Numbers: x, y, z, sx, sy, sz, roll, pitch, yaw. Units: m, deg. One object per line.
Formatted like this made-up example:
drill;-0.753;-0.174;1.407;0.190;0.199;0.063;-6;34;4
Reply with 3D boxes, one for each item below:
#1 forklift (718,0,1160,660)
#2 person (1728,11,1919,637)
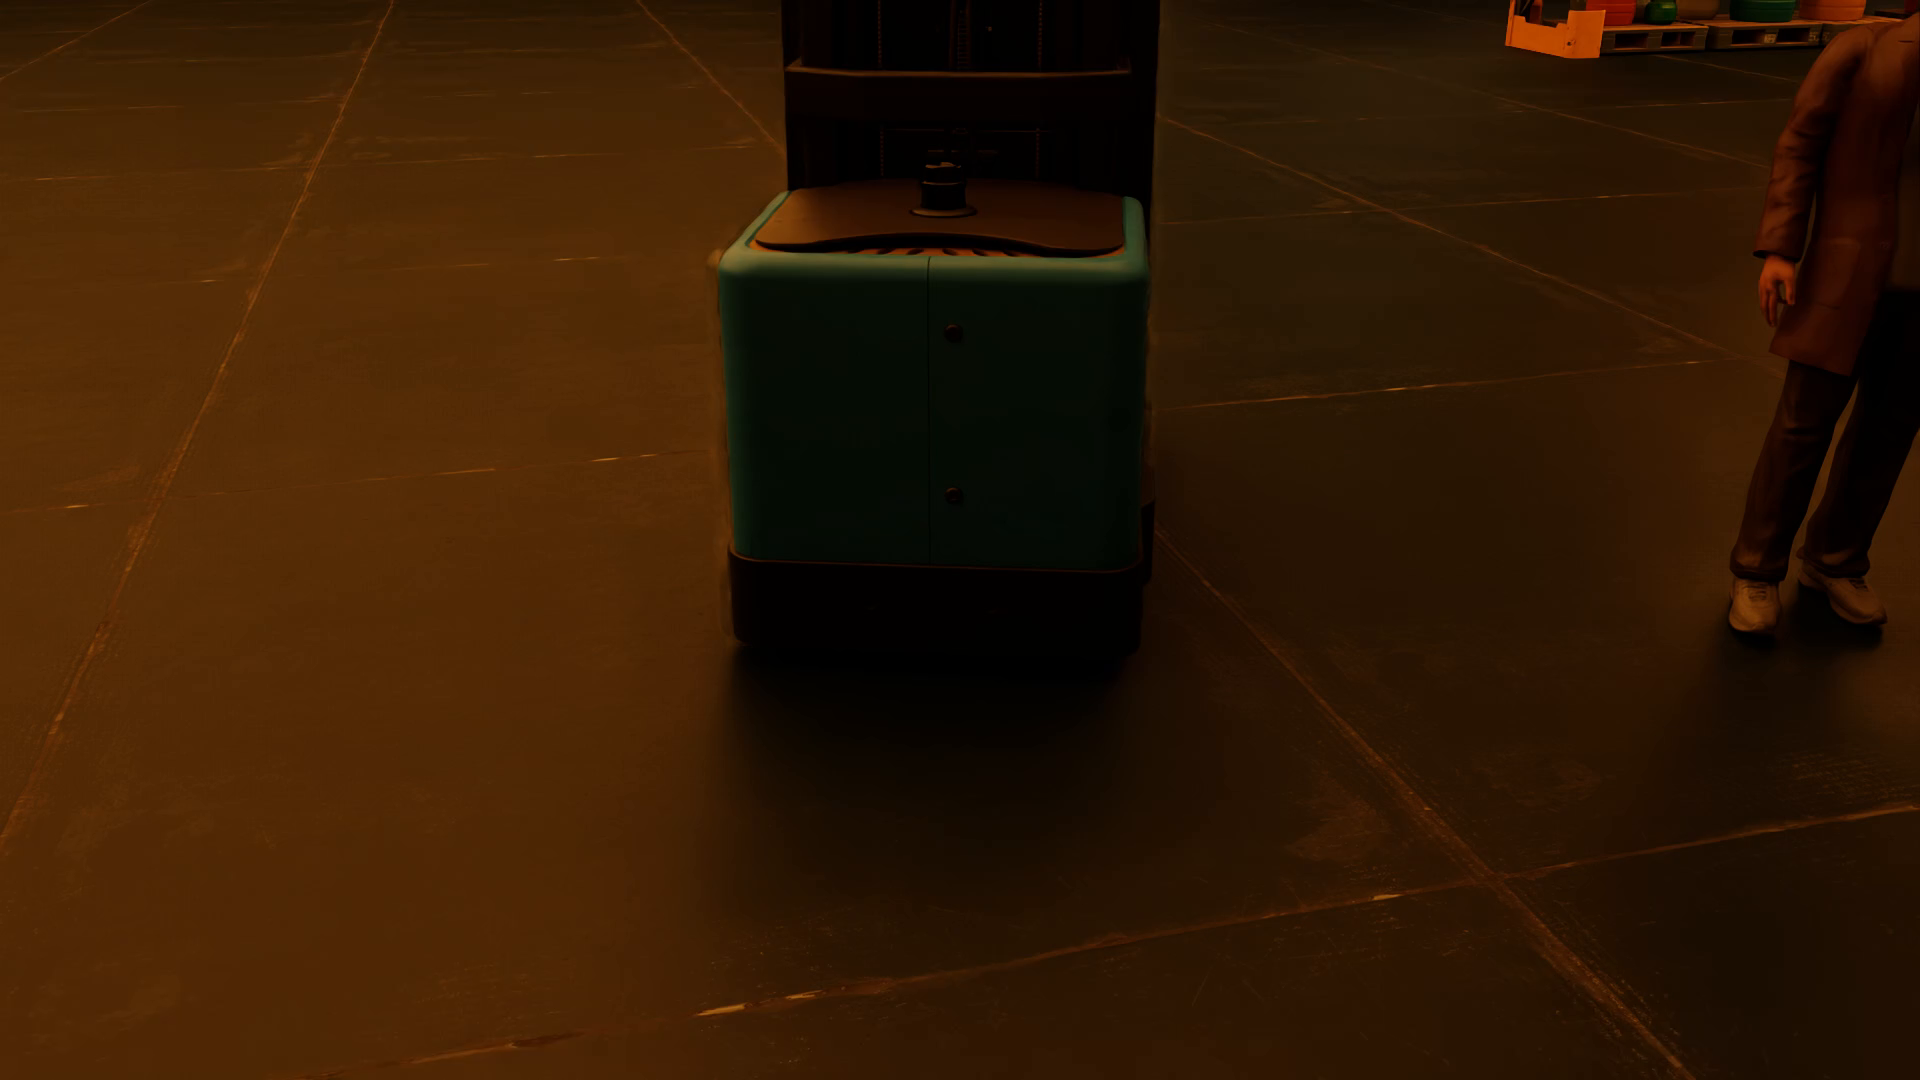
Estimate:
forklift;0.049;-1.587;5.038;1.130;2.935;3.031;2;23;4
person;2.410;-0.634;4.257;0.699;1.778;0.583;4;23;8
